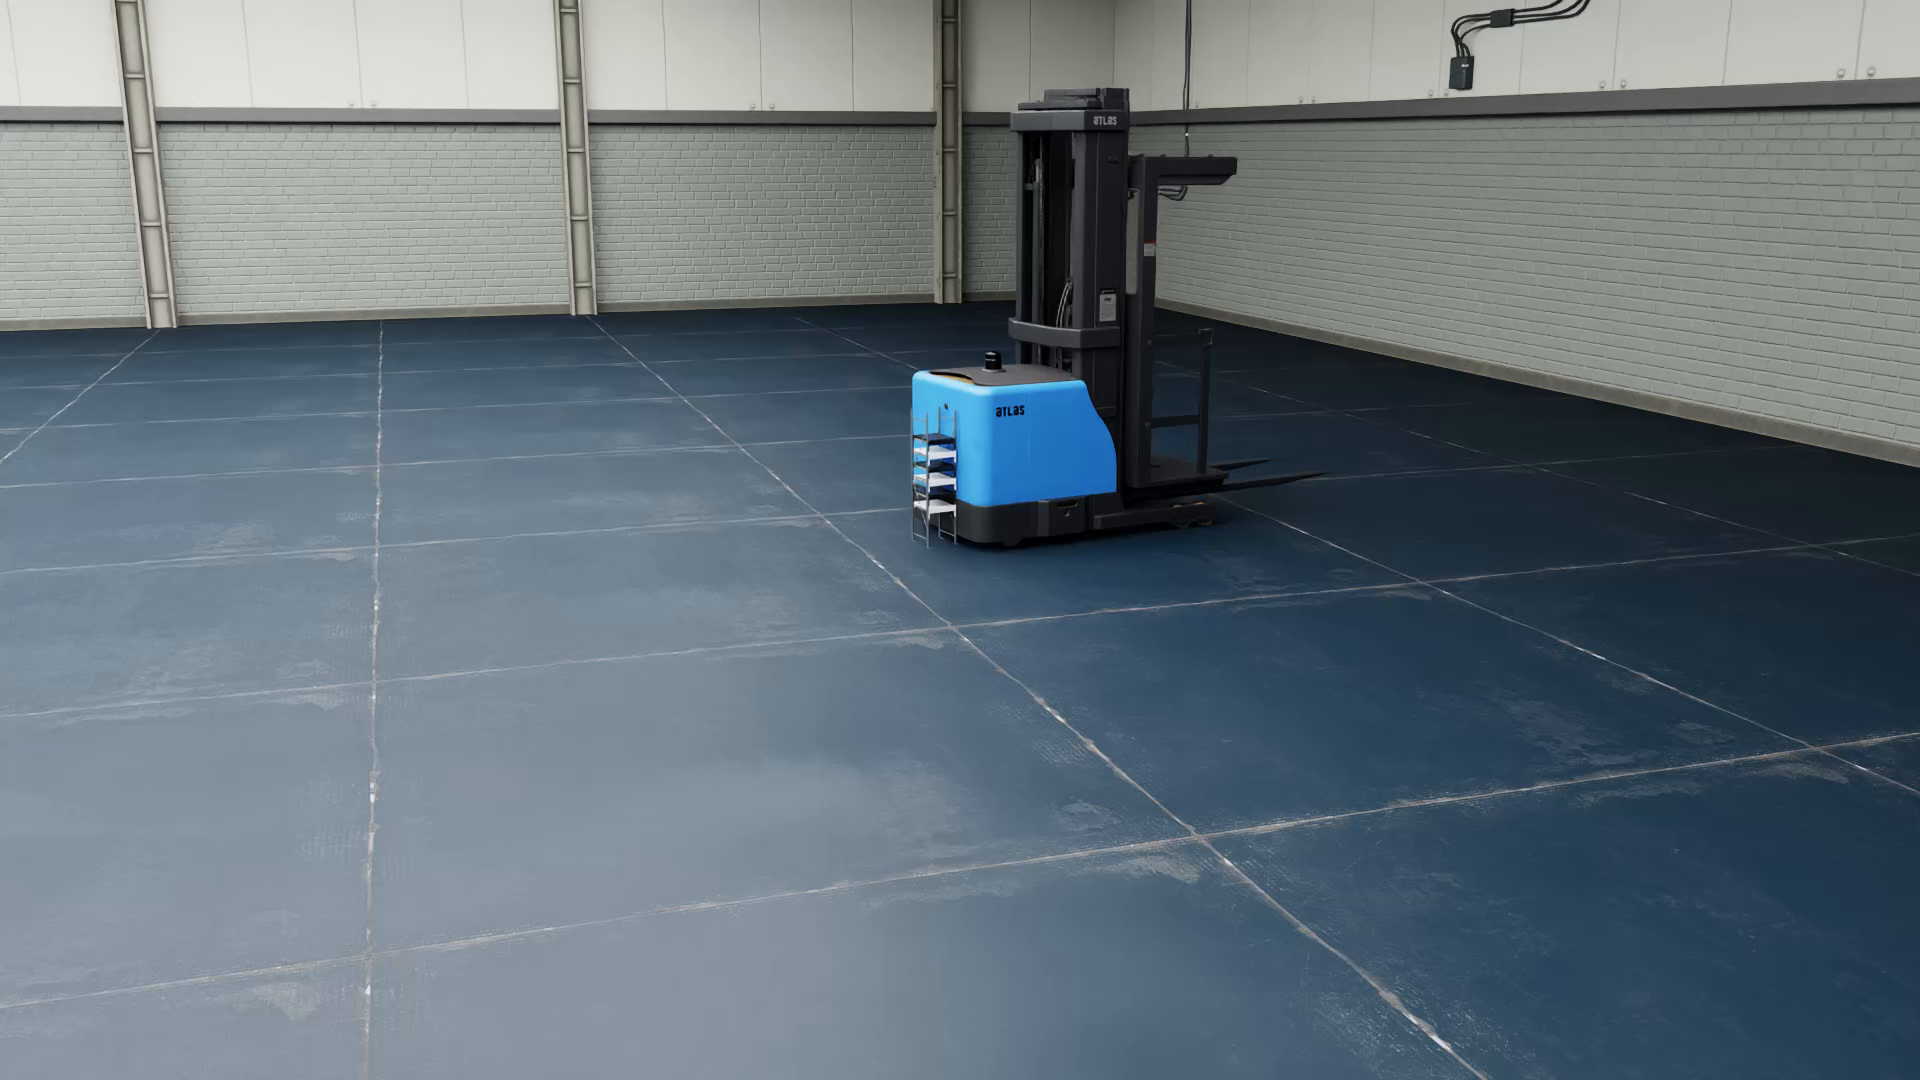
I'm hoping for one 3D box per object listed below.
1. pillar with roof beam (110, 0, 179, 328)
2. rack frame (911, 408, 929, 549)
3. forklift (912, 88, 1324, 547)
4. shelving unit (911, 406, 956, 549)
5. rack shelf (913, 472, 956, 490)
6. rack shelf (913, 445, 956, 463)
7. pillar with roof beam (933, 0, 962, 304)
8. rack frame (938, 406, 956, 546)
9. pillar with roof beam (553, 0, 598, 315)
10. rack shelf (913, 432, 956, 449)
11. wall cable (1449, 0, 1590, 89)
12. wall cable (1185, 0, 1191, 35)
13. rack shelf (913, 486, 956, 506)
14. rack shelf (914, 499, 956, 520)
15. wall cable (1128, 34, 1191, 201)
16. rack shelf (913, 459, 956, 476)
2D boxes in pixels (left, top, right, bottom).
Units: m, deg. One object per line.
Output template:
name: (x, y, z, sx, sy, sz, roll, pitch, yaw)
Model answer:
pillar with roof beam: (-10.203, -6.531, 19.153, 0.400, 9.000, 9.100, -4, 14, -18)
rack frame: (-0.263, -0.402, 10.889, 0.006, 0.900, 0.240, -7, 15, -28)
forklift: (1.201, -1.603, 11.547, 3.031, 2.935, 1.130, -7, 15, -28)
shelving unit: (-0.173, -0.414, 10.937, 0.210, 0.900, 0.258, -7, 15, -28)
rack shelf: (-0.173, -0.381, 10.945, 0.200, 0.077, 0.258, -7, 15, -28)
rack shelf: (-0.173, -0.556, 10.903, 0.200, 0.077, 0.258, -7, 15, -28)
pillar with roof beam: (1.170, -7.417, 22.876, 0.400, 9.000, 9.100, -4, 14, -18)
rack frame: (-0.084, -0.425, 10.984, 0.006, 0.900, 0.240, -7, 15, -28)
pillar with roof beam: (-4.517, -6.974, 21.015, 0.400, 9.000, 9.100, -4, 14, -18)
rack shelf: (-0.173, -0.644, 10.882, 0.200, 0.077, 0.258, -7, 15, -28)
wall cable: (6.024, -7.859, 17.389, 0.169, 6.003, 2.305, -4, 14, -18)
wall cable: (3.874, -8.641, 23.821, 0.112, 2.526, 3.097, -4, 14, -18)
rack shelf: (-0.173, -0.294, 10.965, 0.200, 0.077, 0.258, -7, 15, -28)
rack shelf: (-0.173, -0.206, 10.986, 0.200, 0.077, 0.258, -7, 15, -28)
wall cable: (3.011, -6.777, 26.900, 0.112, 2.526, 3.097, -4, 14, -18)
rack shelf: (-0.173, -0.469, 10.924, 0.200, 0.077, 0.258, -7, 15, -28)
